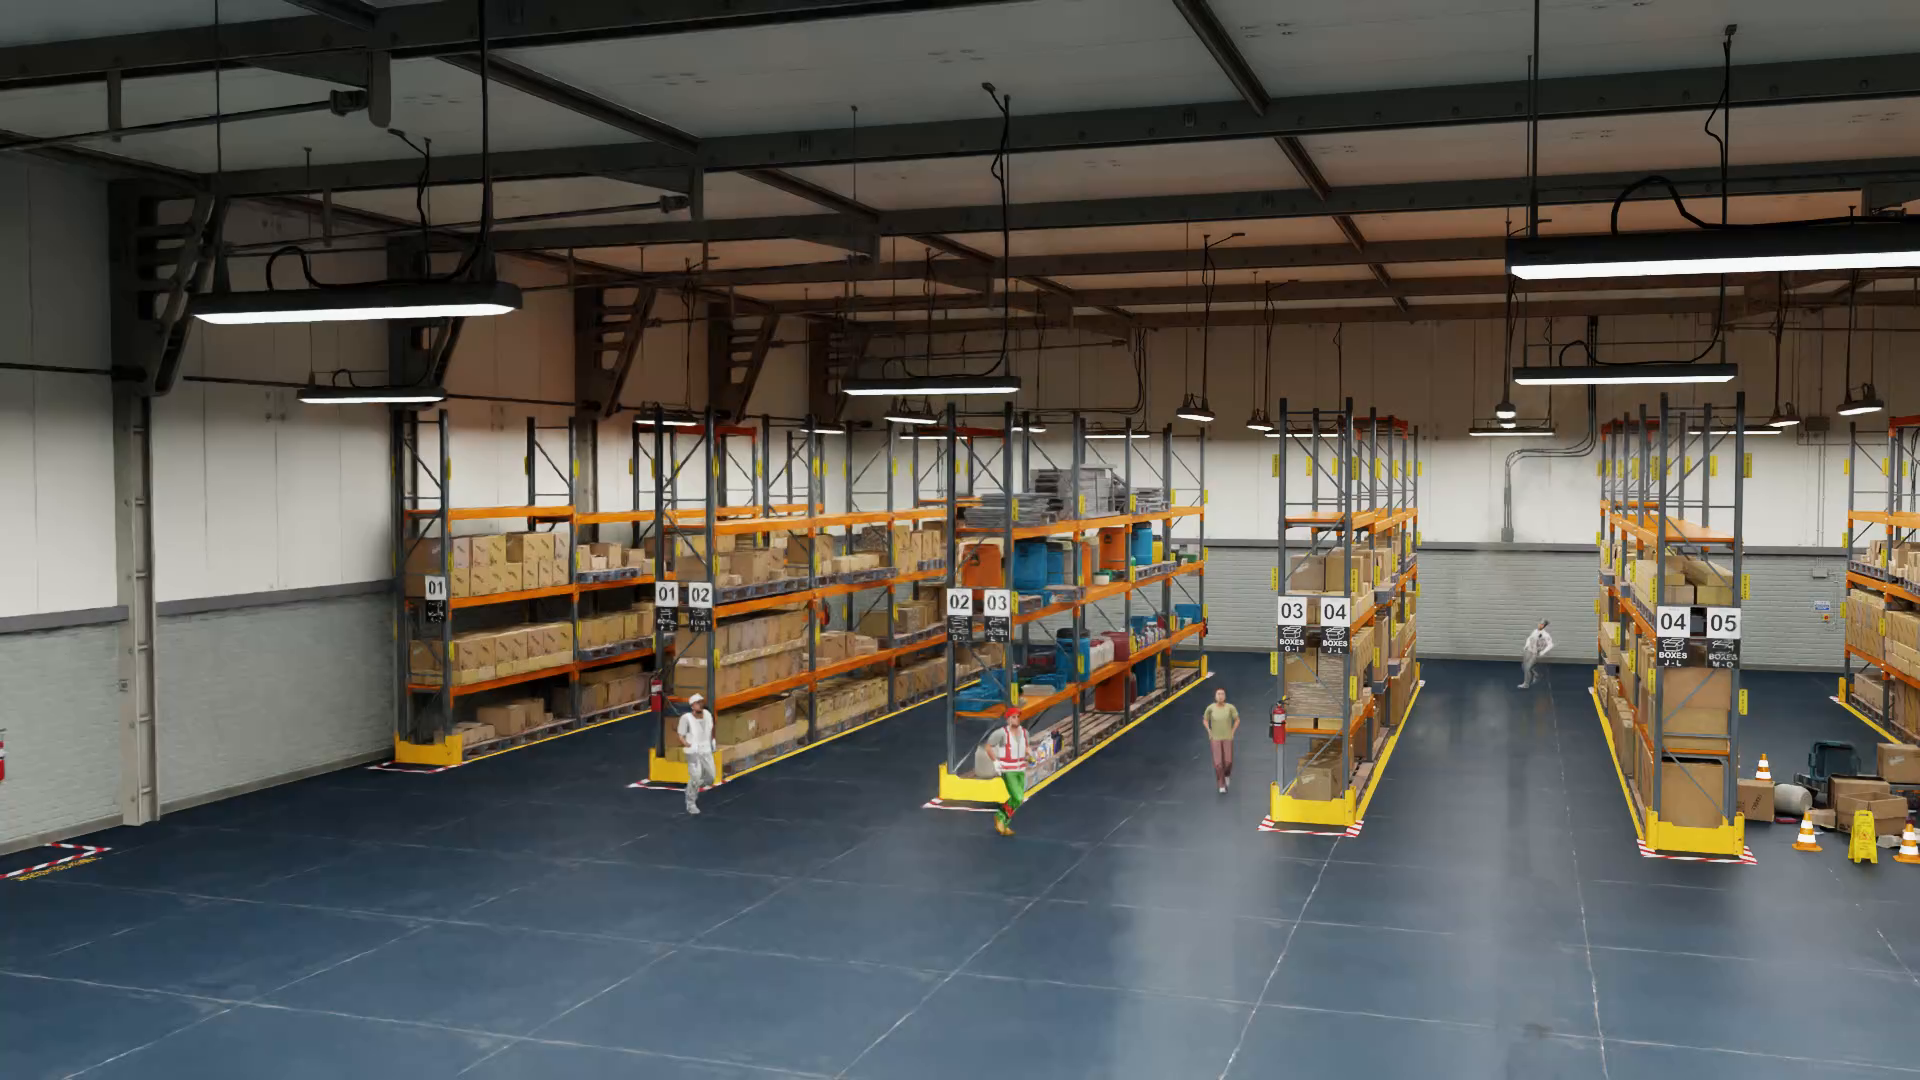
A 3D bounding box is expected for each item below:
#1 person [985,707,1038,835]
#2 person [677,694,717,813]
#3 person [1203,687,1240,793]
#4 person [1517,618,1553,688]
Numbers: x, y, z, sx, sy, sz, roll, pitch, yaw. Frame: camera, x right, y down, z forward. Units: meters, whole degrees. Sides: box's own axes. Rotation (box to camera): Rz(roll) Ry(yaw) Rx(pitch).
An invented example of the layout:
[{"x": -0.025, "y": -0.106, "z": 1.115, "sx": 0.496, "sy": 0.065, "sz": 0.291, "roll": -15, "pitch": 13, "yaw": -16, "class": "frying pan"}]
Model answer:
[{"x": 0.759, "y": 3.146, "z": 22.591, "sx": 0.631, "sy": 1.748, "sz": 0.612, "roll": -2, "pitch": 3, "yaw": -39, "class": "person"}, {"x": -3.798, "y": 3.102, "z": 24.208, "sx": 0.718, "sy": 1.741, "sz": 0.661, "roll": -2, "pitch": 3, "yaw": -43, "class": "person"}, {"x": 4.030, "y": 3.083, "z": 25.672, "sx": 0.558, "sy": 1.624, "sz": 0.533, "roll": 0, "pitch": 2, "yaw": 10, "class": "person"}, {"x": 13.036, "y": 2.573, "z": 37.709, "sx": 0.585, "sy": 1.607, "sz": 0.677, "roll": -1, "pitch": 3, "yaw": -21, "class": "person"}]
